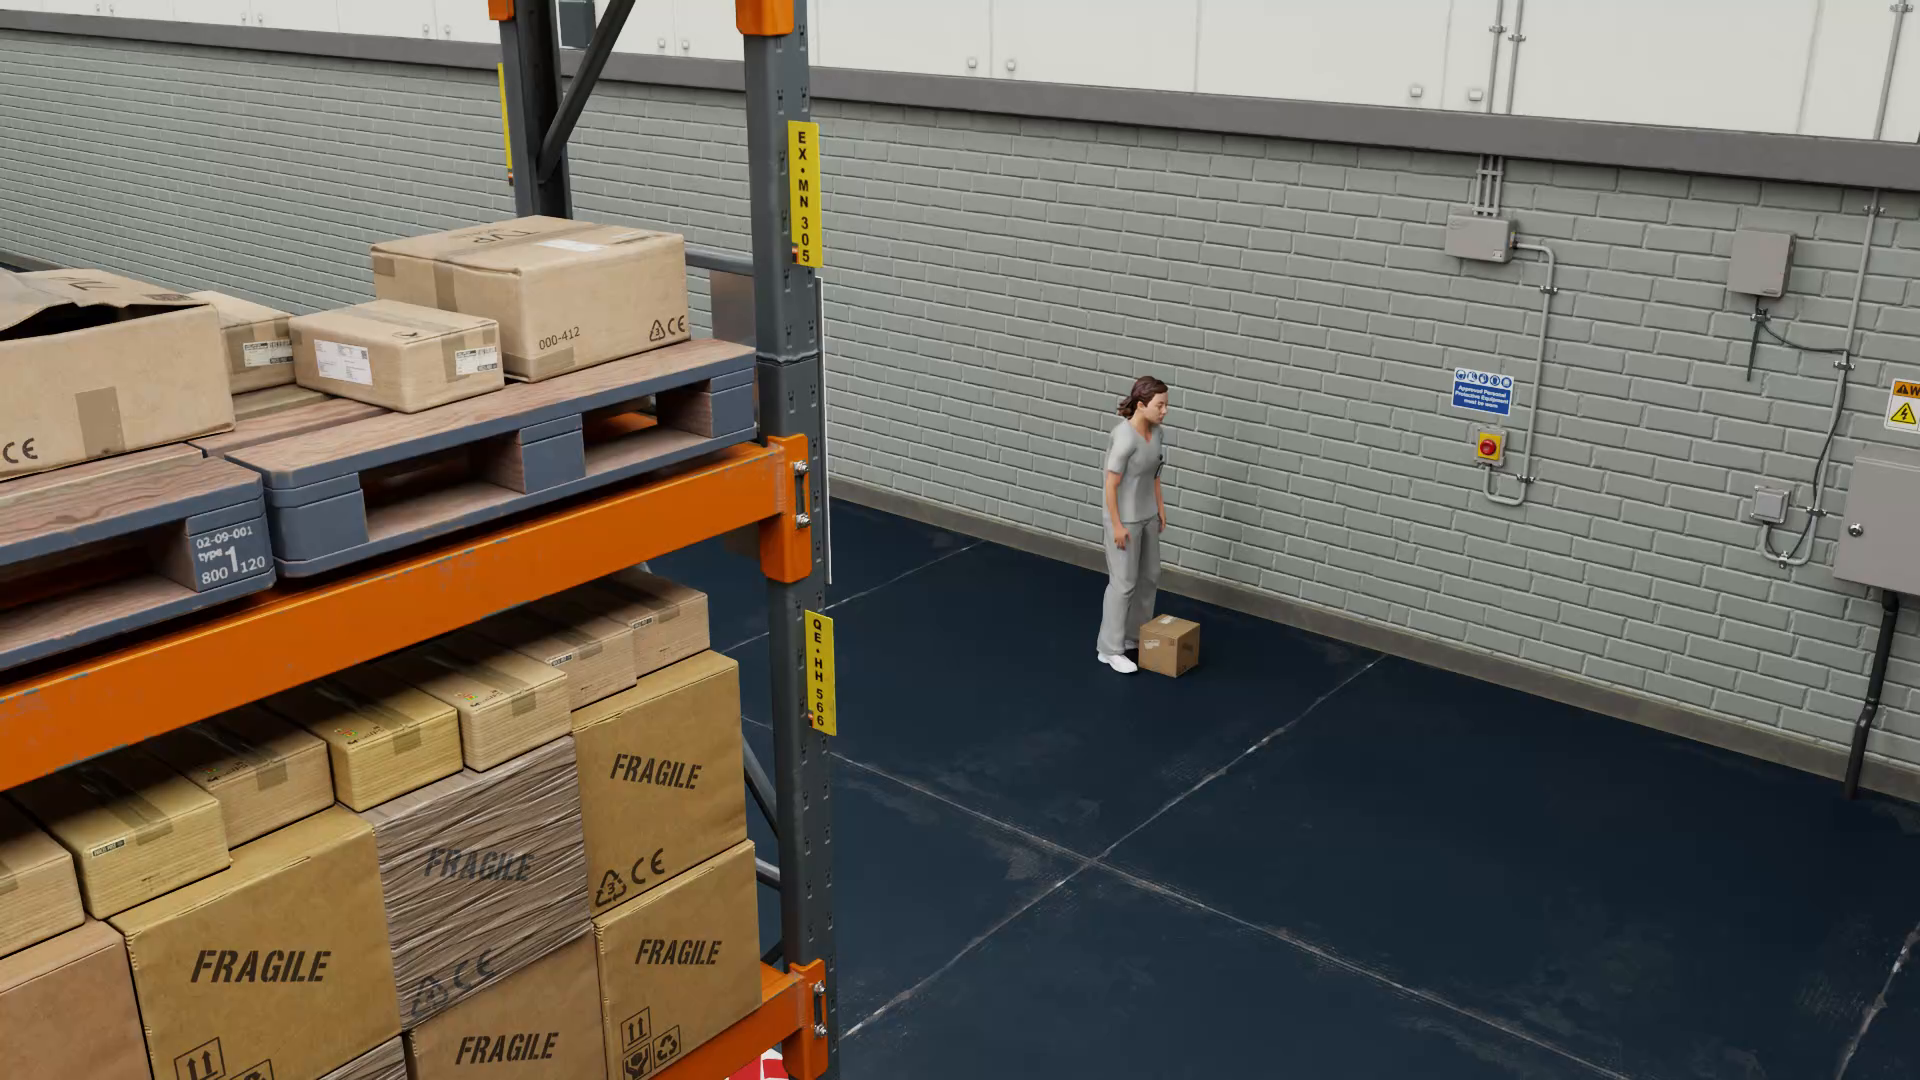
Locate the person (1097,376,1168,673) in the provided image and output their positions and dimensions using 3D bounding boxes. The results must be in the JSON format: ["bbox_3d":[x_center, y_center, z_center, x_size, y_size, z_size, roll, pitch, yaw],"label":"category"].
[{"bbox_3d":[0.992,-0.113,9.383,0.359,1.673,0.488,16,26,37],"label":"person"}]
